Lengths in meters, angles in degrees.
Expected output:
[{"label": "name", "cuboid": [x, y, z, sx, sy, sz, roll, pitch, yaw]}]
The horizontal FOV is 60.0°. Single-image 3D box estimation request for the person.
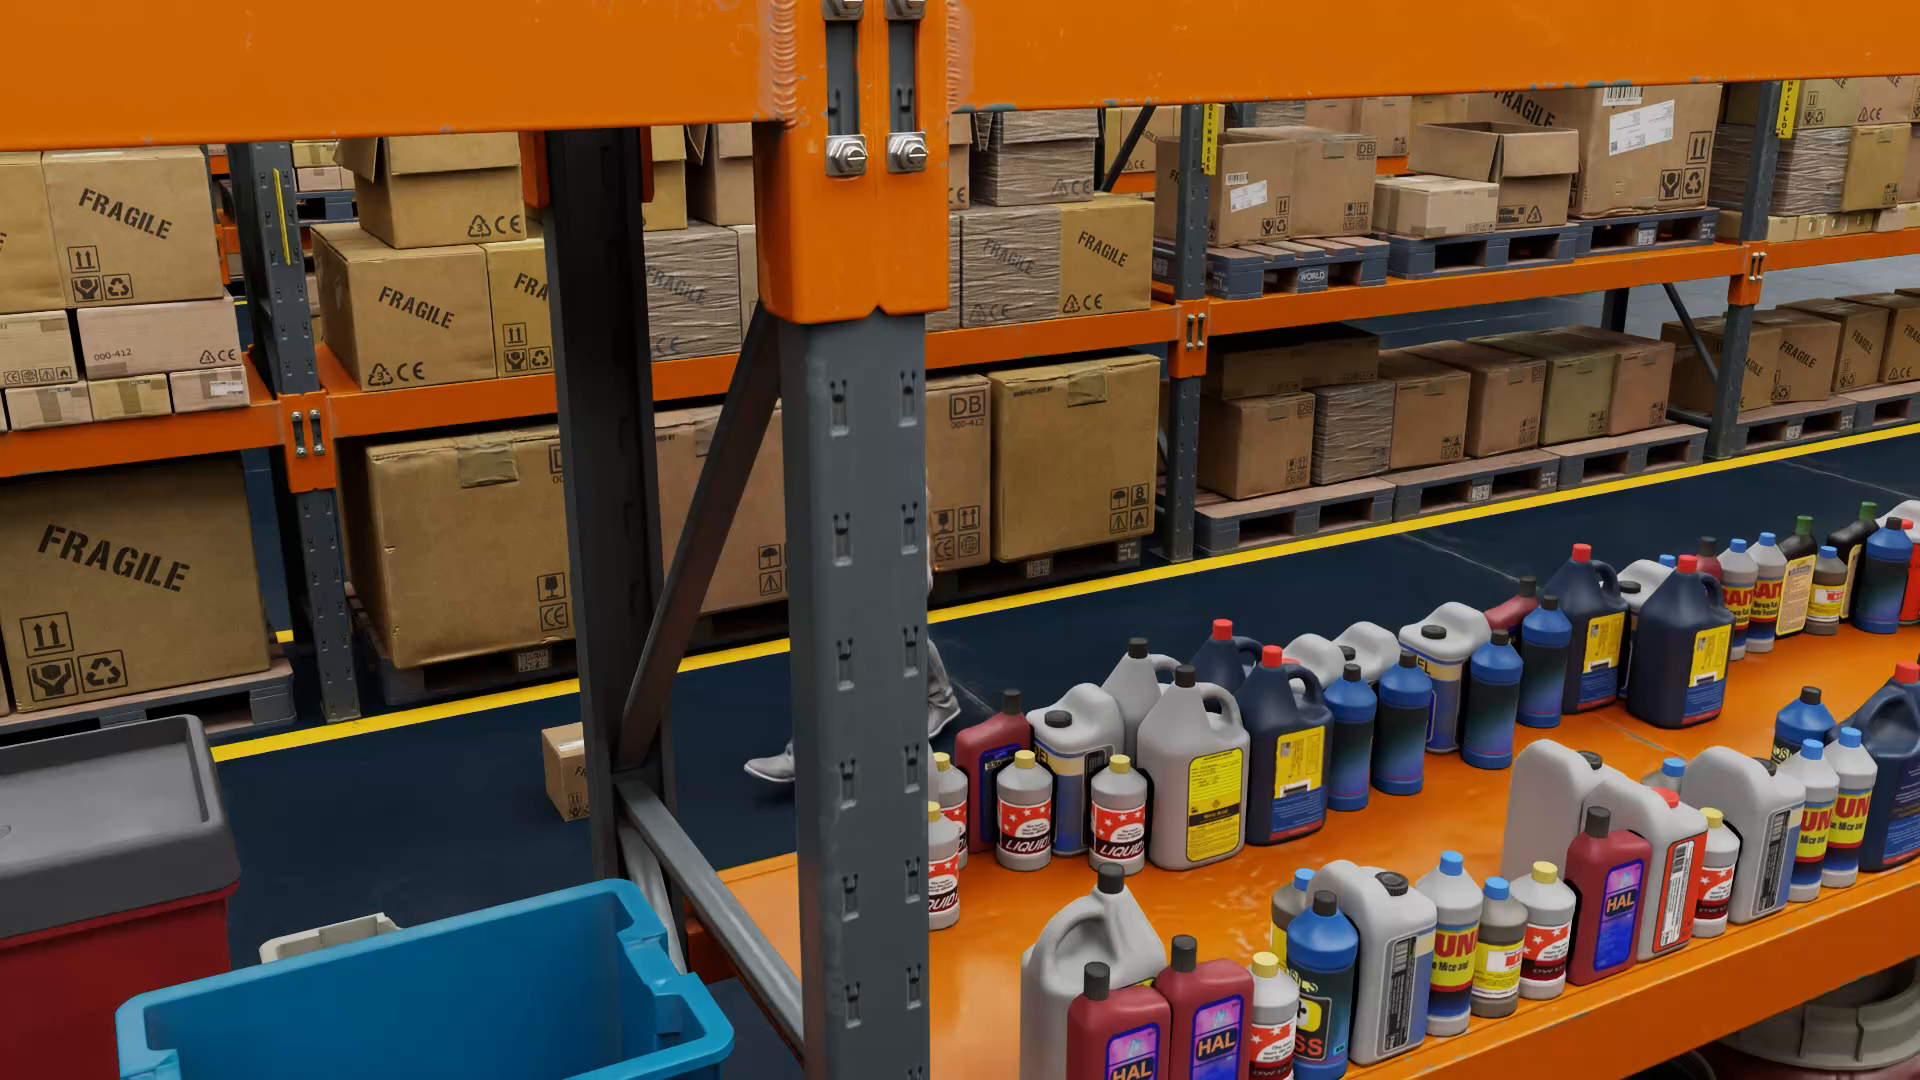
[{"label": "person", "cuboid": [-0.402, 0.028, 5.945, 0.997, 1.619, 0.508, -13, 23, -34]}]
